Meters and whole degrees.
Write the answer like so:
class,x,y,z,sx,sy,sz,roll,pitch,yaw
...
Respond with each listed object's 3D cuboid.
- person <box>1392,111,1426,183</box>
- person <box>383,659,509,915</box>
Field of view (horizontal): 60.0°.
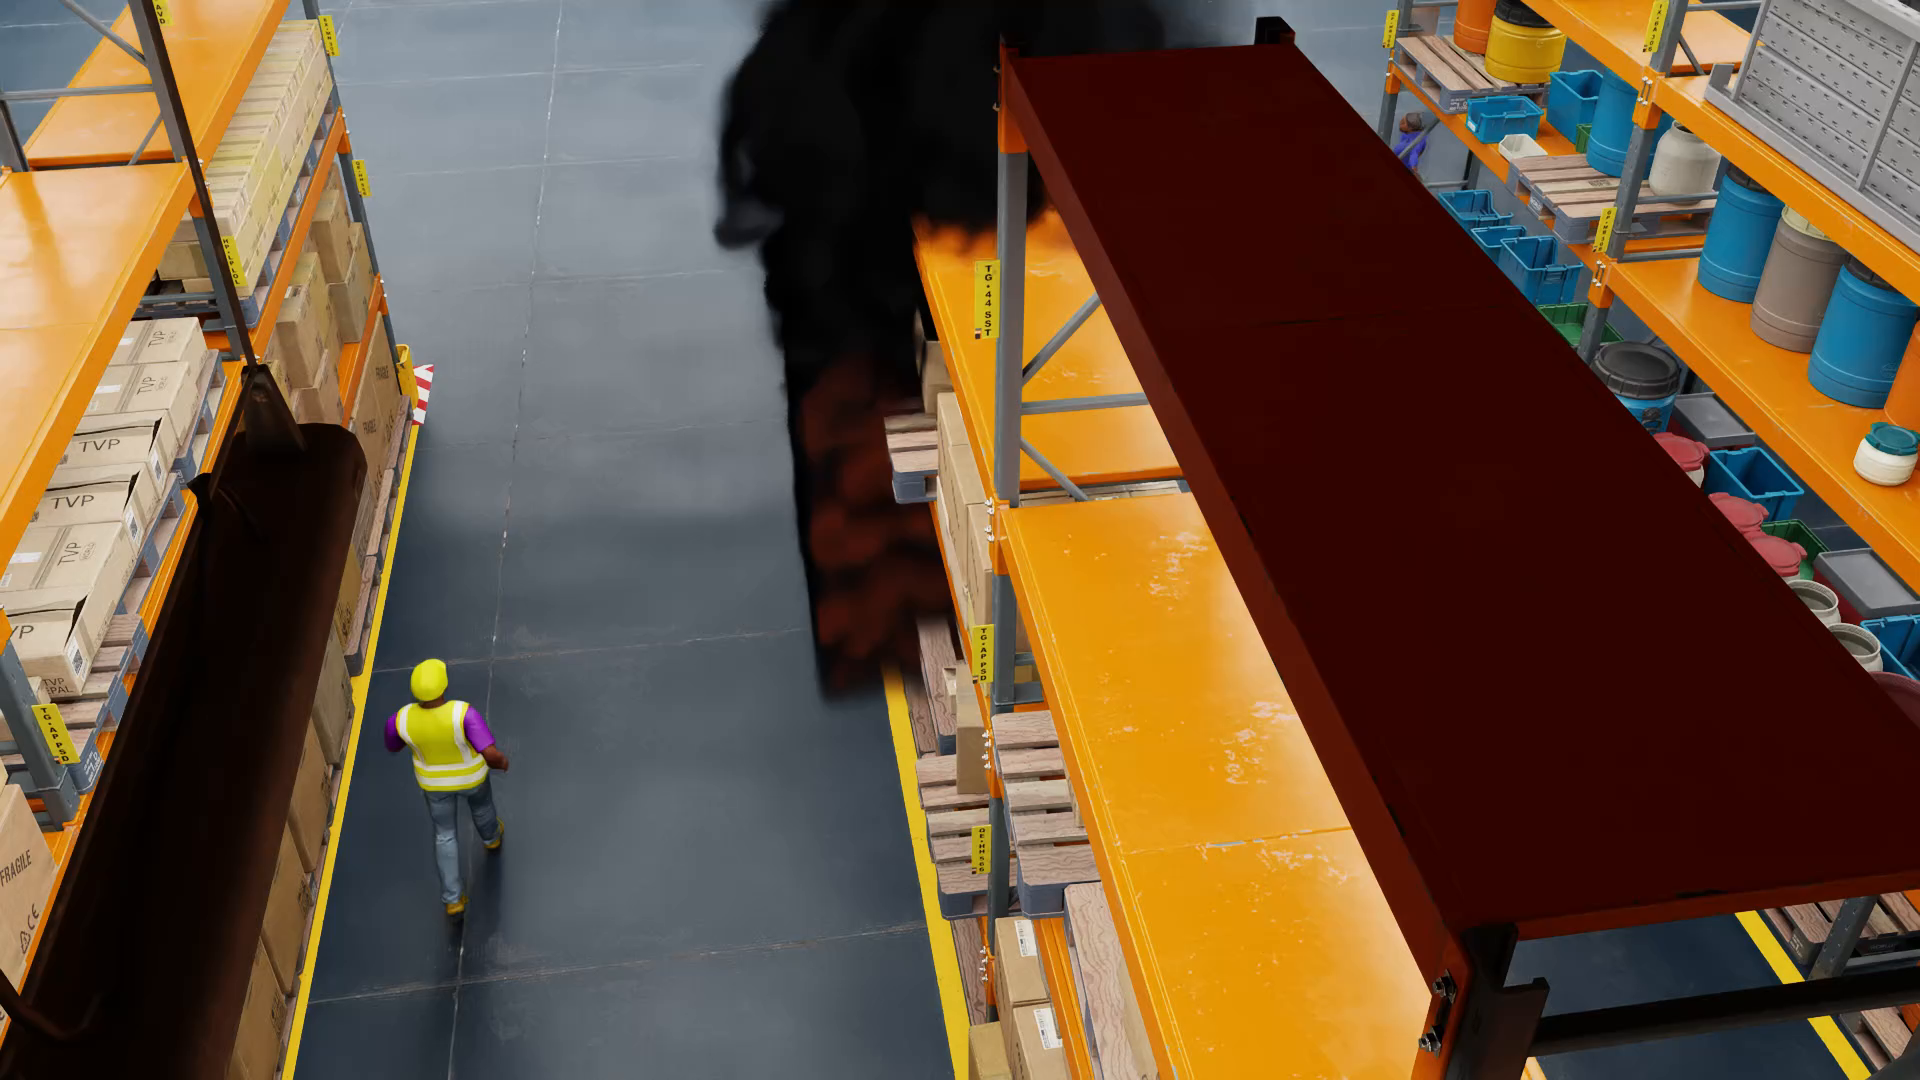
class,x,y,z,sx,sy,sz,roll,pitch,yaw
person,4.501,-3.543,16.945,0.880,1.520,0.626,20,41,25
person,-3.046,1.408,9.995,0.700,1.757,0.982,-6,37,-8
